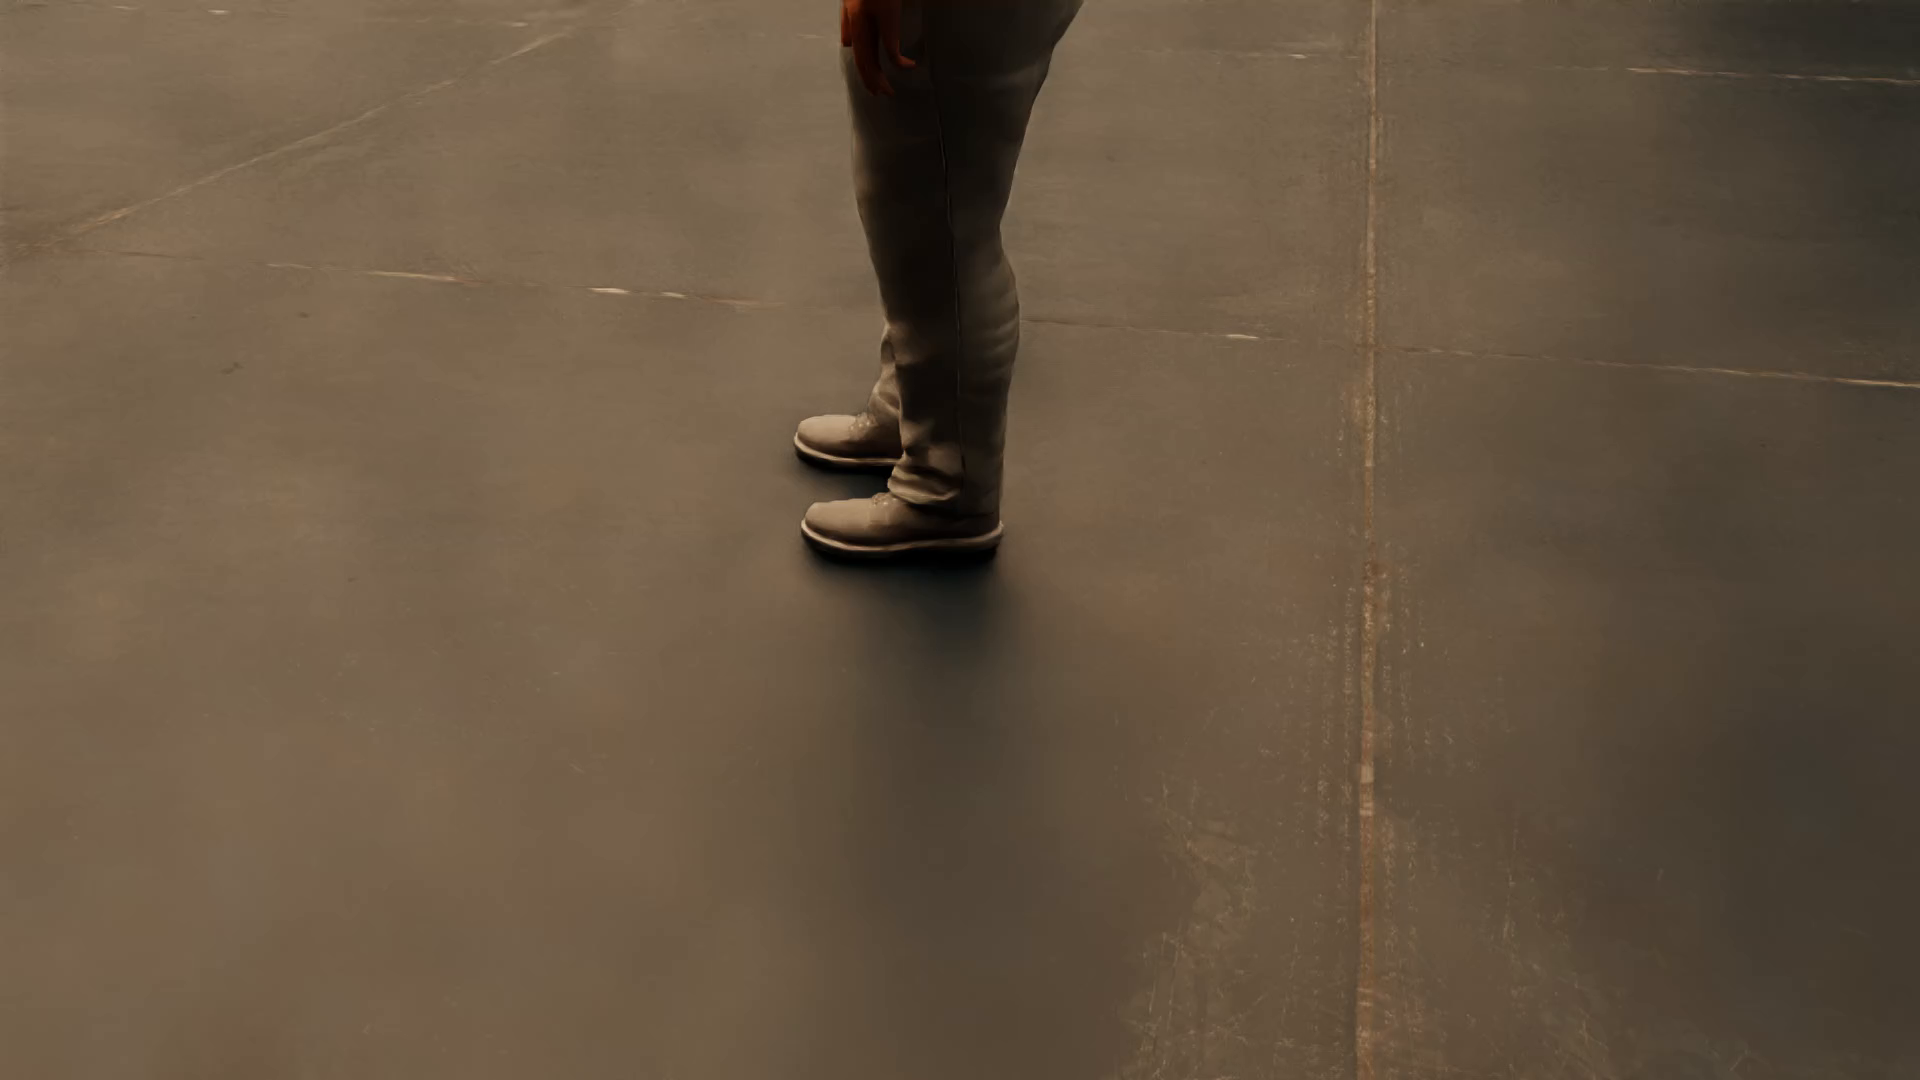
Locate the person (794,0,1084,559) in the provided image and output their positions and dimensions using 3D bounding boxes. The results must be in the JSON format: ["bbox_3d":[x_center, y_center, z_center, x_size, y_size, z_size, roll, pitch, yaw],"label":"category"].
[{"bbox_3d":[-0.070,-0.768,2.156,0.529,1.669,0.598,6,27,11],"label":"person"}]
